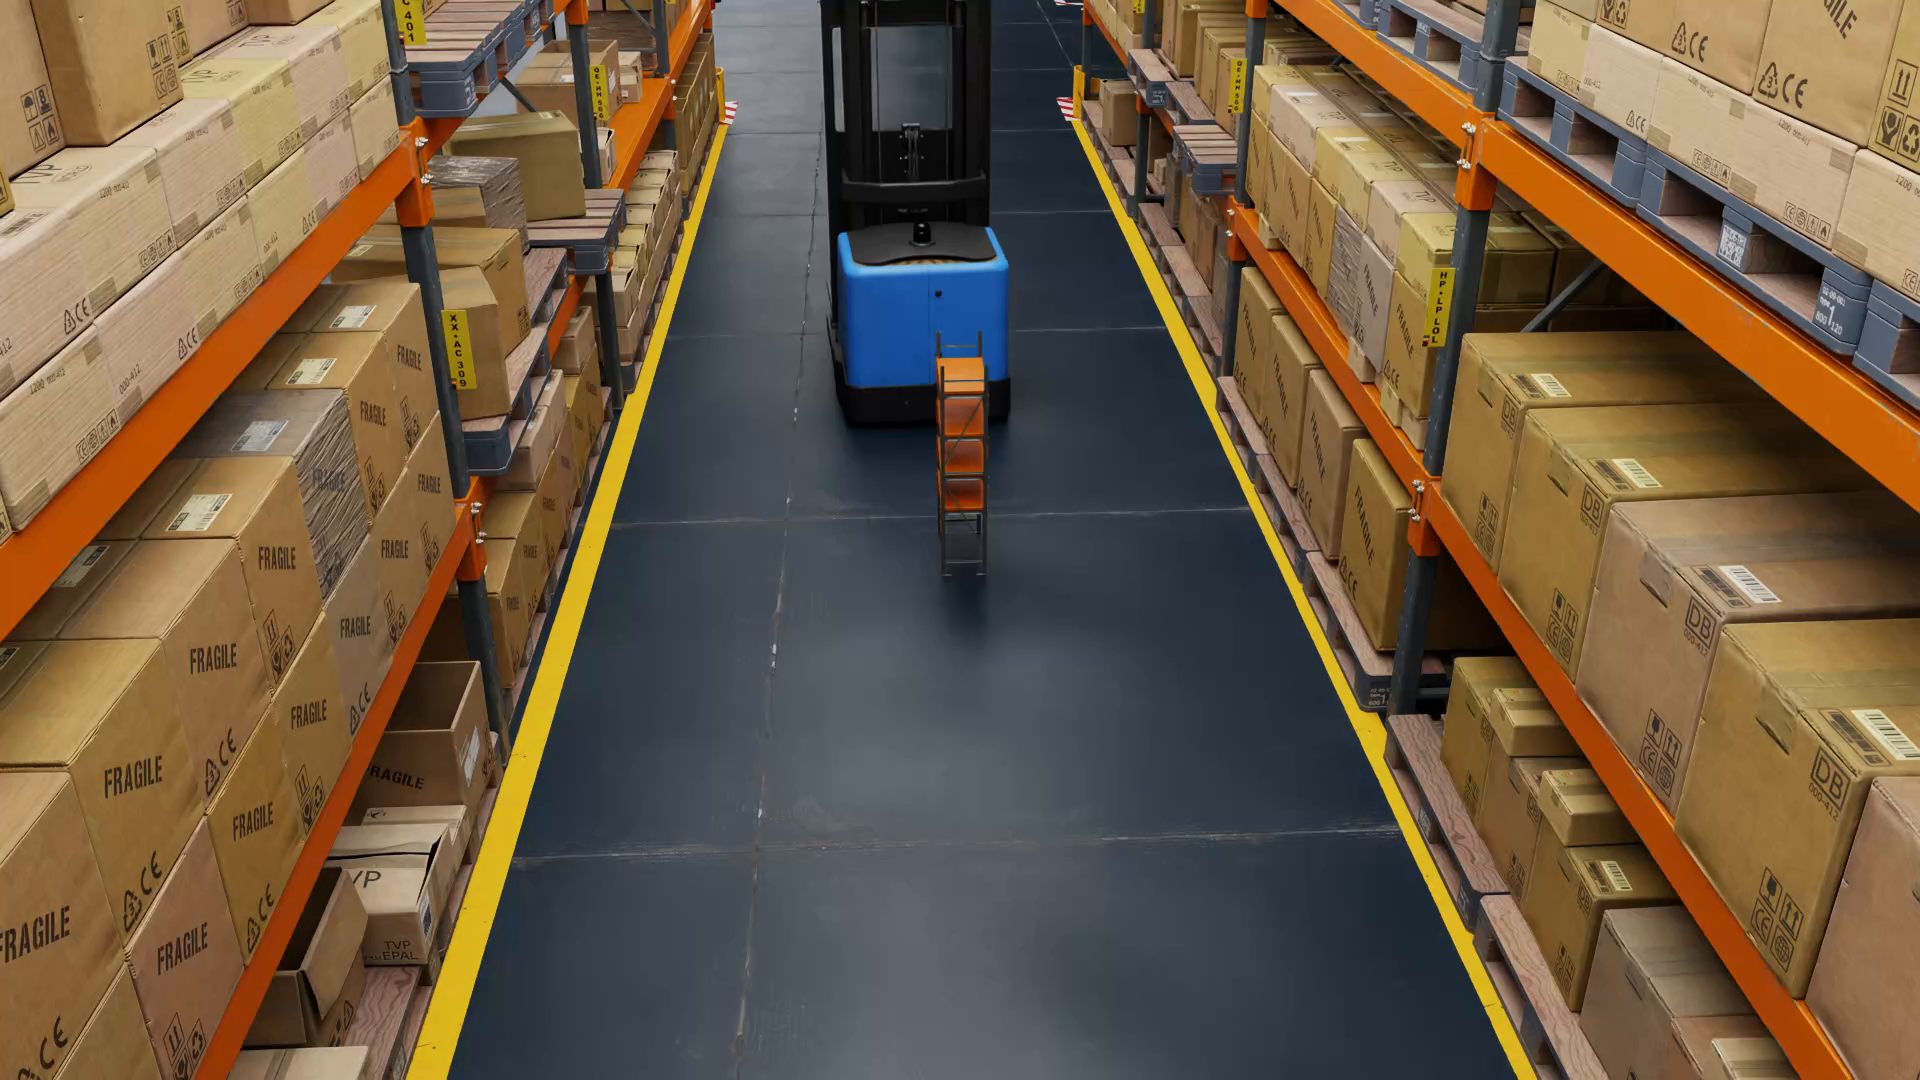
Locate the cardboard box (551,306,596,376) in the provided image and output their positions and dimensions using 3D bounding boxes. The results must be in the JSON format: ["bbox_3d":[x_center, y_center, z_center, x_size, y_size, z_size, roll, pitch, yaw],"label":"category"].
[{"bbox_3d":[-2.419,-1.155,9.637,0.500,0.250,0.500,0,28,-1],"label":"cardboard box"}]

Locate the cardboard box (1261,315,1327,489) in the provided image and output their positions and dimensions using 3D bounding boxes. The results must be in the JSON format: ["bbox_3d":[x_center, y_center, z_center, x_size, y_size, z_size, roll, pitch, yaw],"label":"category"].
[{"bbox_3d":[2.185,-0.795,9.401,0.750,0.750,0.750,-2,28,-3],"label":"cardboard box"}]

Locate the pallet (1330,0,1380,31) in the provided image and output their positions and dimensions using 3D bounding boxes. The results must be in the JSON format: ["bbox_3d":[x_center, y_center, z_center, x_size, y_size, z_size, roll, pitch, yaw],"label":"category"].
[{"bbox_3d":[2.386,-2.743,8.226,1.003,0.211,1.213,0,28,0],"label":"pallet"}]

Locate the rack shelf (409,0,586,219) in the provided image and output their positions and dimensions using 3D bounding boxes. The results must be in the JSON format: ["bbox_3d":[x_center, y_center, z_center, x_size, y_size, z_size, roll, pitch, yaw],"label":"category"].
[{"bbox_3d":[-2.605,-2.275,7.903,1.077,0.370,4.000,-1,28,-3],"label":"rack shelf"}]

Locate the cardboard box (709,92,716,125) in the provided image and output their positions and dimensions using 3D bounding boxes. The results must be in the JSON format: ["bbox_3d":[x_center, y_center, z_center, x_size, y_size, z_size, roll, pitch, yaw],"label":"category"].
[{"bbox_3d":[-2.766,-4.378,16.920,0.500,0.250,0.500,-1,28,-3],"label":"cardboard box"}]

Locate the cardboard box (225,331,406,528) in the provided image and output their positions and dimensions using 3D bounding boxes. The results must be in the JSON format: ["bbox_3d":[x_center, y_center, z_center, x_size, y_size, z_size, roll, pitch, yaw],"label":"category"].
[{"bbox_3d":[-2.186,-0.365,5.516,0.500,0.500,0.500,-2,28,-4],"label":"cardboard box"}]

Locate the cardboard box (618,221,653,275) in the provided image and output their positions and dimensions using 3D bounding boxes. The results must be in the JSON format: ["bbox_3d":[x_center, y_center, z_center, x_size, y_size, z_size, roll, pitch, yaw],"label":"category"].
[{"bbox_3d":[-2.503,-2.131,12.004,0.500,0.311,0.500,-2,28,-4],"label":"cardboard box"}]

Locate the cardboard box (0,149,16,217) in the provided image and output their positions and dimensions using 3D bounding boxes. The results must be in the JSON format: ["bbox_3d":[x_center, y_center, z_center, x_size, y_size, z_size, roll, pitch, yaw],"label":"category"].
[{"bbox_3d":[-2.276,-0.781,3.071,0.700,0.500,0.500,-1,28,-3],"label":"cardboard box"}]

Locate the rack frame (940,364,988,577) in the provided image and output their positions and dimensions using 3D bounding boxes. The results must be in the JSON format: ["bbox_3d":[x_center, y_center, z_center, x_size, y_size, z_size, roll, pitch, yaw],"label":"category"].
[{"bbox_3d":[0.021,-0.343,8.610,0.240,1.200,0.015,-1,28,-3],"label":"rack frame"}]

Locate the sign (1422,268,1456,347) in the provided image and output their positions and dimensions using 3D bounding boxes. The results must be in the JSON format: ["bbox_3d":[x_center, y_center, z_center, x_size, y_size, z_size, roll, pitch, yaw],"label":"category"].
[{"bbox_3d":[1.905,-0.923,6.609,0.100,0.325,0.005,-1,28,-3],"label":"sign"}]

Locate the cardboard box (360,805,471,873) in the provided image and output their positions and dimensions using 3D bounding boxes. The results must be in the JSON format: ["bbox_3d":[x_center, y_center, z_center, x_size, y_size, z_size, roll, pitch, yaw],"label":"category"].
[{"bbox_3d":[-2.108,1.156,6.397,0.380,0.149,0.250,-1,28,-3],"label":"cardboard box"}]

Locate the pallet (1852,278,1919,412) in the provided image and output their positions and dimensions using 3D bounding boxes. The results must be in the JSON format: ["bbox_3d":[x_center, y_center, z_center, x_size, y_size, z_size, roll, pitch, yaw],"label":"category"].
[{"bbox_3d":[2.606,-0.248,3.334,1.003,0.211,1.213,-1,28,-3],"label":"pallet"}]

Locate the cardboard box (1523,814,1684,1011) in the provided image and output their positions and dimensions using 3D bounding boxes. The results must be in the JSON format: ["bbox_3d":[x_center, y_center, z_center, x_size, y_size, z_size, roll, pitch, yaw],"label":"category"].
[{"bbox_3d":[2.431,1.277,5.807,0.700,0.500,0.500,-1,28,-1],"label":"cardboard box"}]

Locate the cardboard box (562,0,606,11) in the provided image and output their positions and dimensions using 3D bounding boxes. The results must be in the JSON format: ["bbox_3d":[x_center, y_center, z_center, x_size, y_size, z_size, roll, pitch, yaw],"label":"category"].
[{"bbox_3d":[-3.146,-4.488,13.801,0.380,0.149,0.250,-1,28,-3],"label":"cardboard box"}]

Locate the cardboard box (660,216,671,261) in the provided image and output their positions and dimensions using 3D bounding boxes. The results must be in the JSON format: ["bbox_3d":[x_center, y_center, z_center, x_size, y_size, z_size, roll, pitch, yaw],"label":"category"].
[{"bbox_3d":[-2.555,-2.348,13.027,0.500,0.250,0.500,-1,28,-2],"label":"cardboard box"}]

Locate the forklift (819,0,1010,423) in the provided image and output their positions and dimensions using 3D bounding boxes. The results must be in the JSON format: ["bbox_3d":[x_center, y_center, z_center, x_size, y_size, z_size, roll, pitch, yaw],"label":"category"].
[{"bbox_3d":[-0.375,-2.695,11.248,1.130,2.935,3.031,-3,28,-6],"label":"forklift"}]

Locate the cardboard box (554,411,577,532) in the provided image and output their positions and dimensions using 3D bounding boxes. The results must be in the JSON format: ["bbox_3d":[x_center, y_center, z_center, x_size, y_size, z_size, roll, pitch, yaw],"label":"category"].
[{"bbox_3d":[-2.365,-0.367,8.938,0.500,0.500,0.500,-2,28,-5],"label":"cardboard box"}]

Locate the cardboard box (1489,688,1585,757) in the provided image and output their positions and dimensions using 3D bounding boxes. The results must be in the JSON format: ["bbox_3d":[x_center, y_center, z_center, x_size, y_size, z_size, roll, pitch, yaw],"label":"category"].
[{"bbox_3d":[2.219,0.683,6.245,0.380,0.149,0.250,0,28,-1],"label":"cardboard box"}]

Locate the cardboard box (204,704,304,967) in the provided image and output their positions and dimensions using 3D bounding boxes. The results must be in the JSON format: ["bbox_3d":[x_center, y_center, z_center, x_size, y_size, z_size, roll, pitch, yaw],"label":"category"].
[{"bbox_3d":[-2.107,0.781,4.401,0.500,0.500,0.500,-1,28,-3],"label":"cardboard box"}]

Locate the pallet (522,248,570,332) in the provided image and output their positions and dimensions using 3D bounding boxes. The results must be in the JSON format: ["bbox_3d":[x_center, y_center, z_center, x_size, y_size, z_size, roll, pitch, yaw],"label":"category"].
[{"bbox_3d":[-2.603,-1.205,8.524,1.003,0.211,1.213,-1,28,-3],"label":"pallet"}]

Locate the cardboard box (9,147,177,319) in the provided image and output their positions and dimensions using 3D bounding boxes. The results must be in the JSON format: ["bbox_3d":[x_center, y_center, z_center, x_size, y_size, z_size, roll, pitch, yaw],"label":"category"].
[{"bbox_3d":[-2.110,-0.684,3.696,0.500,0.250,0.500,-1,28,-3],"label":"cardboard box"}]

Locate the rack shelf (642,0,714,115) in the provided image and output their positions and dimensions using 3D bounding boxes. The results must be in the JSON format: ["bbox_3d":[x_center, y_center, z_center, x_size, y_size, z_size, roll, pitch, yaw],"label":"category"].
[{"bbox_3d":[-3.022,-4.640,15.680,1.077,0.370,4.000,-1,28,-3],"label":"rack shelf"}]

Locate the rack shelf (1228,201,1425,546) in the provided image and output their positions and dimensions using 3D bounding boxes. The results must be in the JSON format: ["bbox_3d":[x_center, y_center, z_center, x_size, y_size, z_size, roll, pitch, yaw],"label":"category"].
[{"bbox_3d":[2.342,-1.067,8.830,1.077,0.370,4.000,-1,28,-3],"label":"rack shelf"}]

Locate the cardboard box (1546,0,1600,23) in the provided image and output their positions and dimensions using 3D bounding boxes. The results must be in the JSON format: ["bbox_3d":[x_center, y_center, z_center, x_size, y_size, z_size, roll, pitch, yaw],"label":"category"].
[{"bbox_3d":[2.204,-1.953,5.295,0.500,0.500,0.500,-2,28,-3],"label":"cardboard box"}]

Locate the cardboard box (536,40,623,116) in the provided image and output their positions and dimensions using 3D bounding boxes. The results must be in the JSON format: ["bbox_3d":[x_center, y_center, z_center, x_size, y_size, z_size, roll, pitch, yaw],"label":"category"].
[{"bbox_3d":[-2.867,-3.481,12.573,0.500,0.500,0.500,1,28,1],"label":"cardboard box"}]

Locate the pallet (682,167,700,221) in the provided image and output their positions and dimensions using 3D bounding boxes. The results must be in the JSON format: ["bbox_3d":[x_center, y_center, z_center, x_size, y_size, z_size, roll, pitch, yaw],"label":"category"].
[{"bbox_3d":[-2.918,-3.167,15.094,1.003,0.211,1.213,-1,28,-3],"label":"pallet"}]

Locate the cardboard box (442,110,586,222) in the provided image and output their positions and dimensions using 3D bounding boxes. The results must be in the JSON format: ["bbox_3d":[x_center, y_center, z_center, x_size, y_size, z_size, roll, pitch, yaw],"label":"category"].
[{"bbox_3d":[-2.564,-2.130,9.529,0.700,0.500,0.500,-11,29,-20],"label":"cardboard box"}]

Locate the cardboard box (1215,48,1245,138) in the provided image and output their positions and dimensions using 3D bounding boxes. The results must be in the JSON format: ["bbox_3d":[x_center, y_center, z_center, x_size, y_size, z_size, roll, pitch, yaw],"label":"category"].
[{"bbox_3d":[2.147,-3.023,11.218,0.700,0.500,0.500,-4,28,-7],"label":"cardboard box"}]

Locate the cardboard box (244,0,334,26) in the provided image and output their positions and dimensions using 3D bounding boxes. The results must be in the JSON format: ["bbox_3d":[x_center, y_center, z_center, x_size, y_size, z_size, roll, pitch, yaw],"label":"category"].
[{"bbox_3d":[-2.437,-1.935,5.283,0.700,0.500,0.500,-1,28,-3],"label":"cardboard box"}]

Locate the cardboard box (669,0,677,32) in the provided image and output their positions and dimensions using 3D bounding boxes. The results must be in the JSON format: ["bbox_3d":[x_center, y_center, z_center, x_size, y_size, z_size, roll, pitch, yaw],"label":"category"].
[{"bbox_3d":[-3.032,-4.996,15.477,0.700,0.500,0.500,-1,28,-1],"label":"cardboard box"}]

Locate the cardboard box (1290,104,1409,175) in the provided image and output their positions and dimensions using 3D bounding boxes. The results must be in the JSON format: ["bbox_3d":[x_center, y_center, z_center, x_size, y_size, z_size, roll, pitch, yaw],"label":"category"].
[{"bbox_3d":[2.063,-2.132,8.832,0.500,0.250,0.500,-1,28,-2],"label":"cardboard box"}]

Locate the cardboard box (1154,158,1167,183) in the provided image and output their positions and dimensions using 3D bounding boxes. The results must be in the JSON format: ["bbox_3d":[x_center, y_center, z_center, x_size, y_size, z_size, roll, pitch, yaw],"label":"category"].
[{"bbox_3d":[1.971,-3.342,15.002,0.380,0.166,0.250,-5,28,-9],"label":"cardboard box"}]

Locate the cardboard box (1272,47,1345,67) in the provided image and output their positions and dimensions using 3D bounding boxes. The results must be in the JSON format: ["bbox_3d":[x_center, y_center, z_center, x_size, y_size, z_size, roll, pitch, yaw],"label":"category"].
[{"bbox_3d":[2.190,-2.995,10.463,0.380,0.149,0.250,-5,28,-9],"label":"cardboard box"}]

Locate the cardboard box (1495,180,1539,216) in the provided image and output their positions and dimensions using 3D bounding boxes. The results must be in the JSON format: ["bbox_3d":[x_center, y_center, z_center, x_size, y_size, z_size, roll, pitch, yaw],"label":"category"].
[{"bbox_3d":[2.649,-1.440,7.505,0.500,0.250,0.500,-1,28,-2],"label":"cardboard box"}]

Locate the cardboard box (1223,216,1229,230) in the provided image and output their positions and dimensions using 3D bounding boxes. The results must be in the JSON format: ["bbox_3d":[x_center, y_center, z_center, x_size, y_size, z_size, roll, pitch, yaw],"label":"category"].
[{"bbox_3d":[2.181,-2.325,11.880,0.500,0.250,0.500,-1,28,-2],"label":"cardboard box"}]

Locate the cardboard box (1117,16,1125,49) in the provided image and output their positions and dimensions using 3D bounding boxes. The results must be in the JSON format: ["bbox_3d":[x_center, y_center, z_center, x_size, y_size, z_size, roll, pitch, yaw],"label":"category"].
[{"bbox_3d":[1.684,-4.541,14.853,0.500,0.250,0.500,-1,28,-2],"label":"cardboard box"}]

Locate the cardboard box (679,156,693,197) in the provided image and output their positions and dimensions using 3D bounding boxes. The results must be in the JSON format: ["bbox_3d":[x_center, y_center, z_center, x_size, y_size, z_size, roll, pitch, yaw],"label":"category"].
[{"bbox_3d":[-2.639,-3.224,14.707,0.500,0.250,0.500,-1,28,-3],"label":"cardboard box"}]

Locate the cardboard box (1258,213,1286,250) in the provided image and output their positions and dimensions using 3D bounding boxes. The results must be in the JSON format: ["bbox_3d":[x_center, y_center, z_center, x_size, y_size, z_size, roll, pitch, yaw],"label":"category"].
[{"bbox_3d":[1.957,-1.808,9.723,0.380,0.149,0.250,-1,28,-1],"label":"cardboard box"}]

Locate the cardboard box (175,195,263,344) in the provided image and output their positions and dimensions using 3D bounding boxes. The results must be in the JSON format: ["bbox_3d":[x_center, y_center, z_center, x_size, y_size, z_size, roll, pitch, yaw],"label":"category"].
[{"bbox_3d":[-2.138,-0.693,4.254,0.500,0.250,0.500,-1,28,-3],"label":"cardboard box"}]

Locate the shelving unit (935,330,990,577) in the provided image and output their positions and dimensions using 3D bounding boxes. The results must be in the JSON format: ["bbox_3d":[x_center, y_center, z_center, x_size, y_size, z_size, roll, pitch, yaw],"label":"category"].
[{"bbox_3d":[0.009,-0.456,8.826,0.258,1.200,0.503,-1,28,-3],"label":"shelving unit"}]

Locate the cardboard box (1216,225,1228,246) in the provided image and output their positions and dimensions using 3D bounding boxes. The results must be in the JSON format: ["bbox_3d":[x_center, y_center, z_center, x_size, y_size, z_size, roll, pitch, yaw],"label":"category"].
[{"bbox_3d":[2.237,-1.968,12.007,0.700,0.500,0.500,-1,28,-3],"label":"cardboard box"}]

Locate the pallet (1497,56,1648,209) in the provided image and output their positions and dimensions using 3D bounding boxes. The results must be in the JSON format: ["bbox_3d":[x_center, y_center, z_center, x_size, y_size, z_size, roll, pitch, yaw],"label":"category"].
[{"bbox_3d":[2.479,-1.375,5.494,1.003,0.211,1.213,-1,28,-3],"label":"pallet"}]

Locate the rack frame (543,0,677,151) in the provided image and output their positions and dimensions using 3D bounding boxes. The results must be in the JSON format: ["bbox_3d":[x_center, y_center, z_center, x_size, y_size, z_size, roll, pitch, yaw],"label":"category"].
[{"bbox_3d":[-2.918,-4.035,13.743,1.000,3.000,0.127,-1,28,-3],"label":"rack frame"}]

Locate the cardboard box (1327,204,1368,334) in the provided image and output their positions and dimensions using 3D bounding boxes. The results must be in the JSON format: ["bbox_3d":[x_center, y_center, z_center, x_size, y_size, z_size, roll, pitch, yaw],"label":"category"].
[{"bbox_3d":[2.117,-1.322,8.089,0.500,0.500,0.500,-1,28,-3],"label":"cardboard box"}]

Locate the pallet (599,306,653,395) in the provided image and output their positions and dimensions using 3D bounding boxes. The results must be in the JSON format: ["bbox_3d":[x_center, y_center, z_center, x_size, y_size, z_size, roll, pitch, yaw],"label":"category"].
[{"bbox_3d":[-2.713,-1.333,11.577,1.003,0.211,1.213,-1,28,-3],"label":"pallet"}]

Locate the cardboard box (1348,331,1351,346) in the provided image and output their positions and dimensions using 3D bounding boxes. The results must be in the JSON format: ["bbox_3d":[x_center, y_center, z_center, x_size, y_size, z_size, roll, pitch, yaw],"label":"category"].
[{"bbox_3d":[2.122,-0.981,8.136,0.380,0.149,0.250,-1,28,-3],"label":"cardboard box"}]

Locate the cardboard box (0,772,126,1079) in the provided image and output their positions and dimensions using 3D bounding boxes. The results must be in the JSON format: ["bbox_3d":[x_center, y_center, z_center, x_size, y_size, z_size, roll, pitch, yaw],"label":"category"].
[{"bbox_3d":[-2.051,0.808,3.269,0.500,0.500,0.500,-1,28,-1],"label":"cardboard box"}]

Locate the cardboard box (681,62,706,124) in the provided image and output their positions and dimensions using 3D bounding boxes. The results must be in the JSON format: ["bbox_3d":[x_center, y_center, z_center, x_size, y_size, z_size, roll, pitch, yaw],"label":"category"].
[{"bbox_3d":[-2.710,-4.249,15.862,0.500,0.500,0.500,-1,28,-3],"label":"cardboard box"}]

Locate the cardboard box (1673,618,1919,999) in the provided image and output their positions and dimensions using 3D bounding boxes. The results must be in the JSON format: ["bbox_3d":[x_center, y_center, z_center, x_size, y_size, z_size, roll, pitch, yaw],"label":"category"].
[{"bbox_3d":[2.570,0.681,4.376,0.980,0.700,0.700,-2,28,-3],"label":"cardboard box"}]

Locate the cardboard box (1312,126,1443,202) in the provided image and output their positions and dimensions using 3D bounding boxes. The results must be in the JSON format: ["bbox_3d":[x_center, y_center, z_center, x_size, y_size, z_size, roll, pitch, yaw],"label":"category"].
[{"bbox_3d":[2.096,-1.896,8.380,0.500,0.250,0.500,-2,28,-4],"label":"cardboard box"}]

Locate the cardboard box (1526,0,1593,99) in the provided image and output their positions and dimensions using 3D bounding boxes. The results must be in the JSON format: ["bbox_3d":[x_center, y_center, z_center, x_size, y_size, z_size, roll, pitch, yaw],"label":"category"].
[{"bbox_3d":[2.219,-1.631,5.489,0.500,0.250,0.500,-1,28,-3],"label":"cardboard box"}]

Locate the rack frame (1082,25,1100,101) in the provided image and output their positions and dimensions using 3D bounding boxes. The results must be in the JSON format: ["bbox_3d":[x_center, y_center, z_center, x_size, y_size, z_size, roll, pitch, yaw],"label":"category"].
[{"bbox_3d":[1.820,-6.004,17.518,1.000,3.000,0.127,-1,28,-3],"label":"rack frame"}]

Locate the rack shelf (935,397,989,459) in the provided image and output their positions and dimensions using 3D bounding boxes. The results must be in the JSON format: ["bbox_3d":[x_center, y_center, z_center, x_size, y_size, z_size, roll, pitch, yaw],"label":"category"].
[{"bbox_3d":[0.009,-0.594,8.754,0.258,0.148,0.480,-1,28,-3],"label":"rack shelf"}]

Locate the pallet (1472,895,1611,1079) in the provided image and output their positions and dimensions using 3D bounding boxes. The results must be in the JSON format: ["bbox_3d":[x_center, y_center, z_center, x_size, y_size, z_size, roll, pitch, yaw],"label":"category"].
[{"bbox_3d":[2.475,1.692,5.777,1.003,0.211,1.213,-1,28,-3],"label":"pallet"}]
